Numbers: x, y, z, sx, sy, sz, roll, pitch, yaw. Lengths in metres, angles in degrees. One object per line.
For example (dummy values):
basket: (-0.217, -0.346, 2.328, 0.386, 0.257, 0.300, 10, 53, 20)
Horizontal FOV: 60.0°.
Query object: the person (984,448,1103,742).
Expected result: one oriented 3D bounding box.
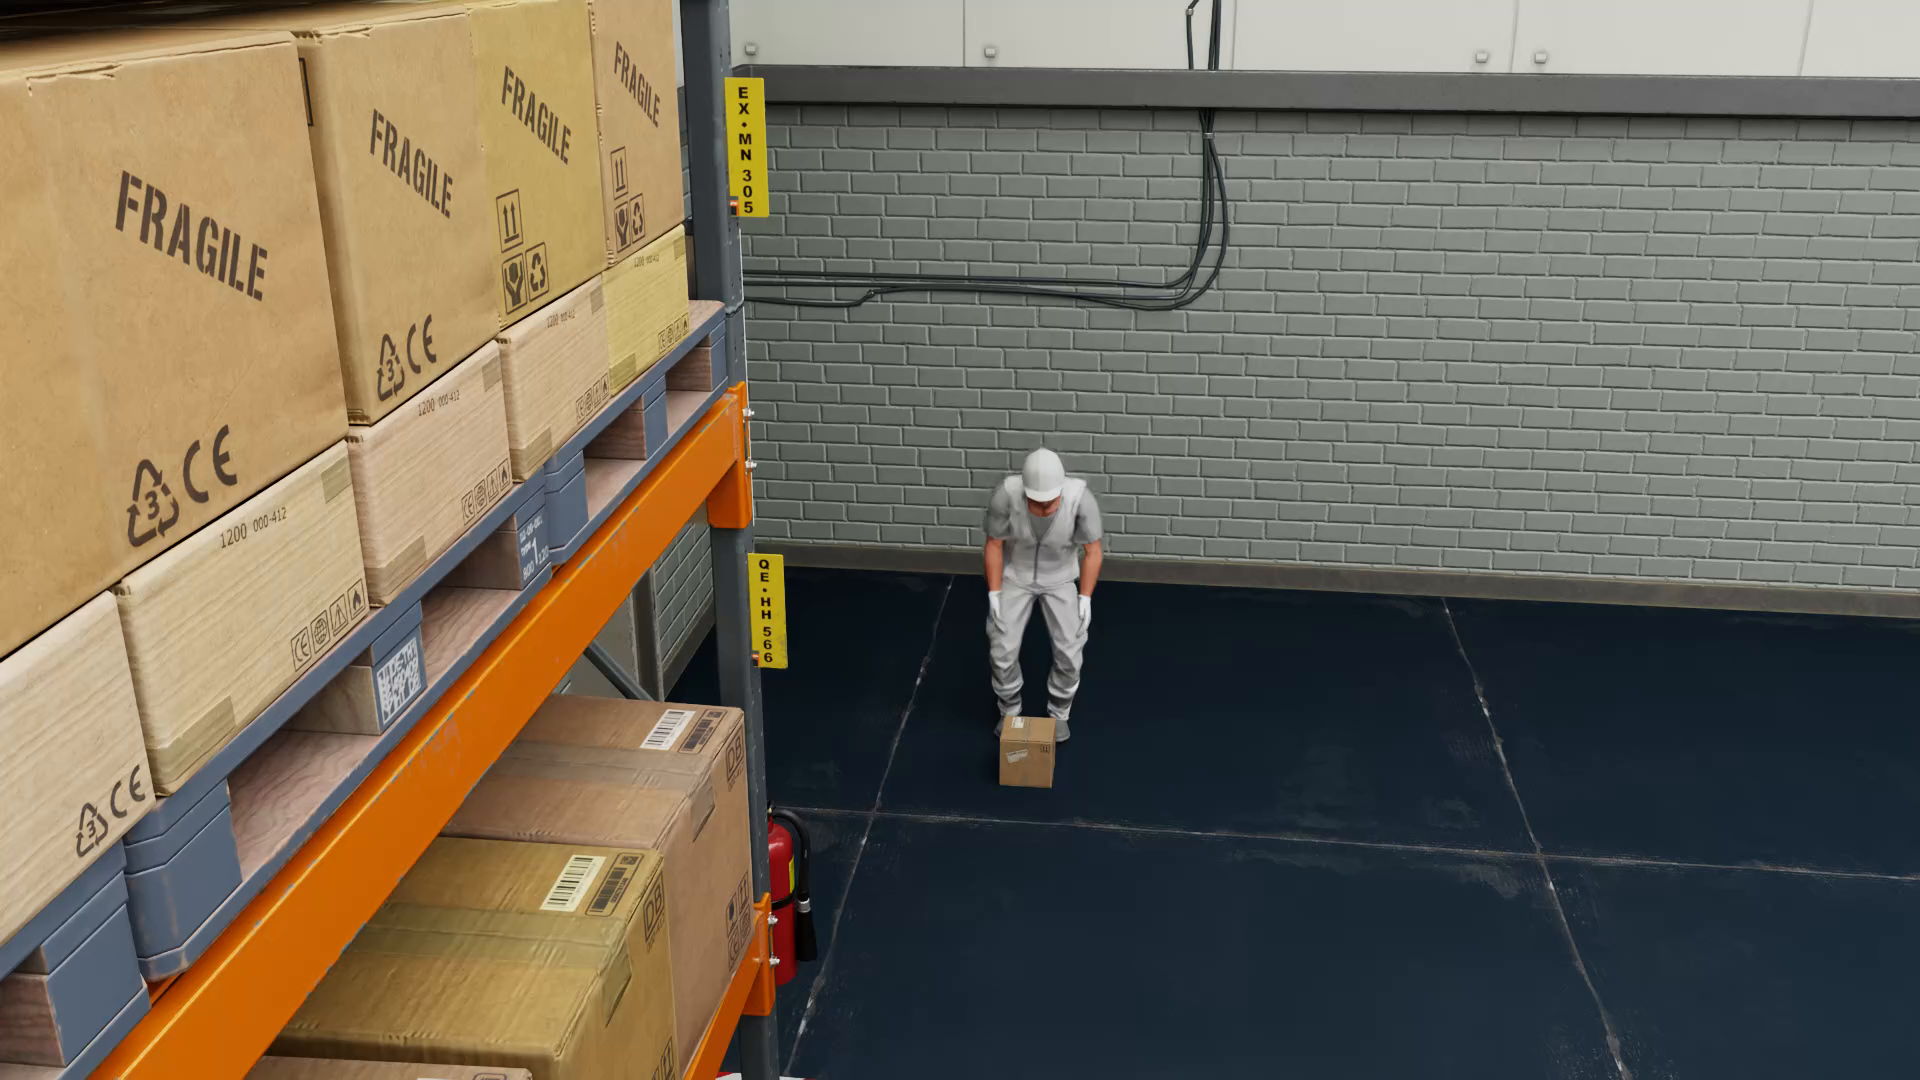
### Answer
person: (0.408, 0.253, 8.181, 0.575, 1.580, 0.647, 3, 21, 7)
